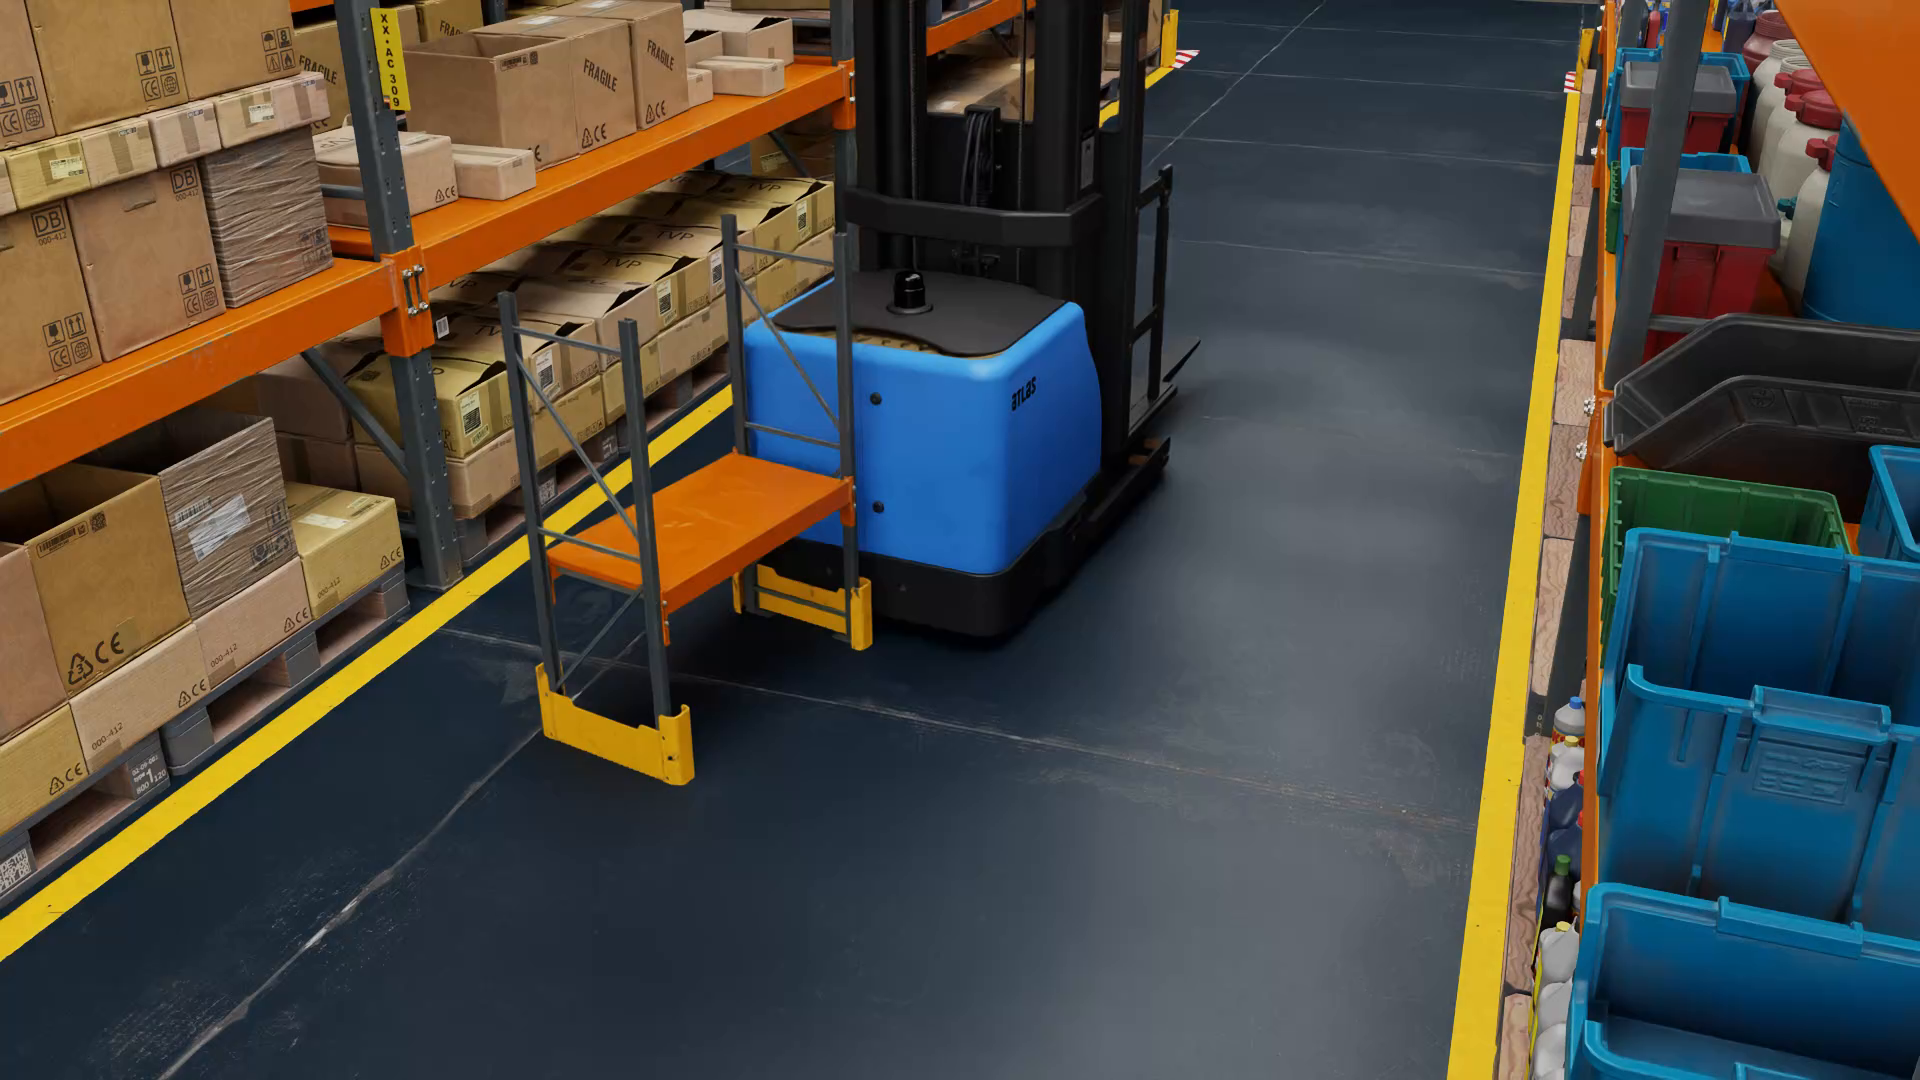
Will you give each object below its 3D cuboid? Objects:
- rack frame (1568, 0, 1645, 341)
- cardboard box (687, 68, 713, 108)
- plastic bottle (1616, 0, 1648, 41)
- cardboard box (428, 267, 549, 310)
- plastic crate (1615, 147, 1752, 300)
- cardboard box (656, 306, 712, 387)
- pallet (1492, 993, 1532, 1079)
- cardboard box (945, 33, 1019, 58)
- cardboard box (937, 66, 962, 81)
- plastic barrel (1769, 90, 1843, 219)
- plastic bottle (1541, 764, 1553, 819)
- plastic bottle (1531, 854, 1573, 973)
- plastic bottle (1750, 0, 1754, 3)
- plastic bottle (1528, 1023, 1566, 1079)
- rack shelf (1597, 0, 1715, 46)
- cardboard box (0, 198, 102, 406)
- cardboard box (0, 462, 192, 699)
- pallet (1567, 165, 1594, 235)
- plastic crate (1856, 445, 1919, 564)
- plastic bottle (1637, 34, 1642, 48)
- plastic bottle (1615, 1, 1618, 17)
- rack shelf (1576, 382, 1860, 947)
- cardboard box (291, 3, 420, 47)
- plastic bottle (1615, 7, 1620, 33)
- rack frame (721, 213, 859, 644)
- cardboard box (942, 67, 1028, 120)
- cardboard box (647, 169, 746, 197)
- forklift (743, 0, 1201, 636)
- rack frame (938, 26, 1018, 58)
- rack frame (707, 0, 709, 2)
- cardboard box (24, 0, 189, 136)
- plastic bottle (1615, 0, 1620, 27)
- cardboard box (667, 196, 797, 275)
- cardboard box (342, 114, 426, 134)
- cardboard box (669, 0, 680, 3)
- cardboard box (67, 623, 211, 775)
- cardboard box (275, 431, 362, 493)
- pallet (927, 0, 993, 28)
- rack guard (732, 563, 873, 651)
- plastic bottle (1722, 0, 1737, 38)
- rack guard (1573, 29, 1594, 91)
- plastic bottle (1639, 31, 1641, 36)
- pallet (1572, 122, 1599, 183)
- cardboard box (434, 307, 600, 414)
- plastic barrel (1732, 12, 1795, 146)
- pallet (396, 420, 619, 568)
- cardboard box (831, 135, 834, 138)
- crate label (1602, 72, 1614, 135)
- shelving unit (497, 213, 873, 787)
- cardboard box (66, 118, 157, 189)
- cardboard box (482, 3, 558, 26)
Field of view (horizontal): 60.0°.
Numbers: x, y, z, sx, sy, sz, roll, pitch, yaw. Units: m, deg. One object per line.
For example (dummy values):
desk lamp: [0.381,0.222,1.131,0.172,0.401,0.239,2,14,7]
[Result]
rack frame: [3.591,-2.169,7.788,1.000,3.000,0.127,9,27,17]
cardboard box: [-1.450,-2.244,8.230,0.380,0.149,0.250,11,28,21]
plastic bottle: [3.901,-3.035,9.633,0.144,0.351,0.185,9,27,17]
cardboard box: [-2.210,-1.076,7.561,0.500,0.311,0.500,9,27,17]
plastic crate: [2.333,-1.017,5.426,0.392,0.384,0.575,9,27,17]
cardboard box: [-1.531,-0.958,7.961,0.500,0.250,0.500,9,27,18]
pallet: [1.592,1.503,3.404,1.003,0.211,1.213,9,27,17]
cardboard box: [0.174,-3.881,13.687,0.500,0.500,0.500,9,27,17]
cardboard box: [-0.306,-3.221,12.325,0.500,0.500,0.500,9,27,18]
plastic barrel: [3.029,-1.249,5.732,0.433,0.535,0.433,0,26,0]
plastic bottle: [1.672,0.687,4.595,0.097,0.201,0.097,0,26,0]
plastic bottle: [1.443,0.910,4.040,0.061,0.283,0.133,10,28,20]
plastic bottle: [4.761,-3.136,9.926,0.152,0.276,0.135,9,27,17]
plastic bottle: [1.282,1.171,3.509,0.152,0.276,0.135,8,27,16]
rack shelf: [5.587,-4.311,13.037,1.077,0.370,4.000,9,27,17]
cardboard box: [-2.892,-0.684,4.605,0.700,0.500,0.500,9,27,18]
cardboard box: [-2.699,0.098,4.918,0.500,0.500,0.500,9,27,17]
pallet: [4.626,-2.247,11.148,1.003,0.211,1.213,9,27,17]
plastic crate: [2.147,0.036,3.405,0.499,0.251,0.616,9,27,17]
plastic bottle: [3.520,-2.559,8.741,0.097,0.271,0.097,0,26,0]
plastic bottle: [4.287,-3.472,10.621,0.152,0.276,0.135,9,27,17]
rack shelf: [1.594,0.620,2.852,1.077,0.370,4.000,9,27,17]
cardboard box: [-4.807,-3.819,13.181,0.750,0.750,0.750,10,27,19]
plastic bottle: [4.036,-3.164,10.071,0.097,0.201,0.097,0,26,0]
rack frame: [-0.578,-0.358,5.768,0.500,1.500,0.032,15,30,28]
cardboard box: [0.185,-3.159,12.197,0.500,0.500,0.500,9,27,18]
cardboard box: [-1.530,-1.920,9.304,0.500,0.311,0.500,10,27,19]
forklift: [0.278,-1.594,6.678,1.130,2.935,3.031,11,28,22]
rack frame: [0.252,-4.533,12.670,1.000,3.000,0.127,9,27,17]
rack frame: [-3.090,-6.893,17.545,1.000,3.000,0.127,9,27,17]
cardboard box: [-2.719,-1.483,4.767,0.700,0.500,0.500,9,27,17]
plastic bottle: [4.102,-3.307,10.271,0.061,0.283,0.133,9,27,17]
cardboard box: [-1.188,-1.627,8.699,0.500,0.311,0.500,8,27,17]
cardboard box: [-2.291,-1.573,6.710,0.396,0.266,0.258,8,27,16]
cardboard box: [-3.228,-5.655,17.374,0.700,0.500,0.500,9,27,17]
cardboard box: [-2.687,0.437,5.078,0.500,0.250,0.500,9,27,17]
cardboard box: [-2.546,-0.409,6.826,0.500,0.250,0.500,8,27,17]
pallet: [-0.436,-3.602,10.969,1.003,0.211,1.213,9,27,17]
rack guard: [-0.578,0.205,6.039,0.587,0.250,0.087,15,30,28]
plastic bottle: [4.637,-3.144,9.949,0.097,0.271,0.097,0,26,0]
rack guard: [6.249,-4.343,15.147,1.175,0.500,0.348,9,27,17]
plastic bottle: [3.585,-2.639,8.906,0.097,0.271,0.097,0,26,0]
pallet: [5.130,-2.866,12.426,1.003,0.211,1.213,9,27,17]
cardboard box: [-1.866,-0.788,6.965,0.500,0.311,0.500,8,27,17]
plastic barrel: [3.722,-1.996,7.274,0.600,0.536,0.708,9,27,17]
pallet: [-2.202,-0.299,7.124,1.003,0.211,1.213,9,27,17]
cardboard box: [-0.489,-2.323,10.470,0.500,0.500,0.500,8,27,16]
crate label: [3.097,-1.975,7.579,0.303,0.233,0.416,9,27,17]
shelving unit: [-0.837,-0.172,5.384,0.587,1.500,1.083,15,30,28]
cardboard box: [-2.554,-1.122,4.766,0.380,0.149,0.250,9,27,17]
cardboard box: [-4.075,-4.606,15.207,0.700,0.500,0.500,9,27,18]
